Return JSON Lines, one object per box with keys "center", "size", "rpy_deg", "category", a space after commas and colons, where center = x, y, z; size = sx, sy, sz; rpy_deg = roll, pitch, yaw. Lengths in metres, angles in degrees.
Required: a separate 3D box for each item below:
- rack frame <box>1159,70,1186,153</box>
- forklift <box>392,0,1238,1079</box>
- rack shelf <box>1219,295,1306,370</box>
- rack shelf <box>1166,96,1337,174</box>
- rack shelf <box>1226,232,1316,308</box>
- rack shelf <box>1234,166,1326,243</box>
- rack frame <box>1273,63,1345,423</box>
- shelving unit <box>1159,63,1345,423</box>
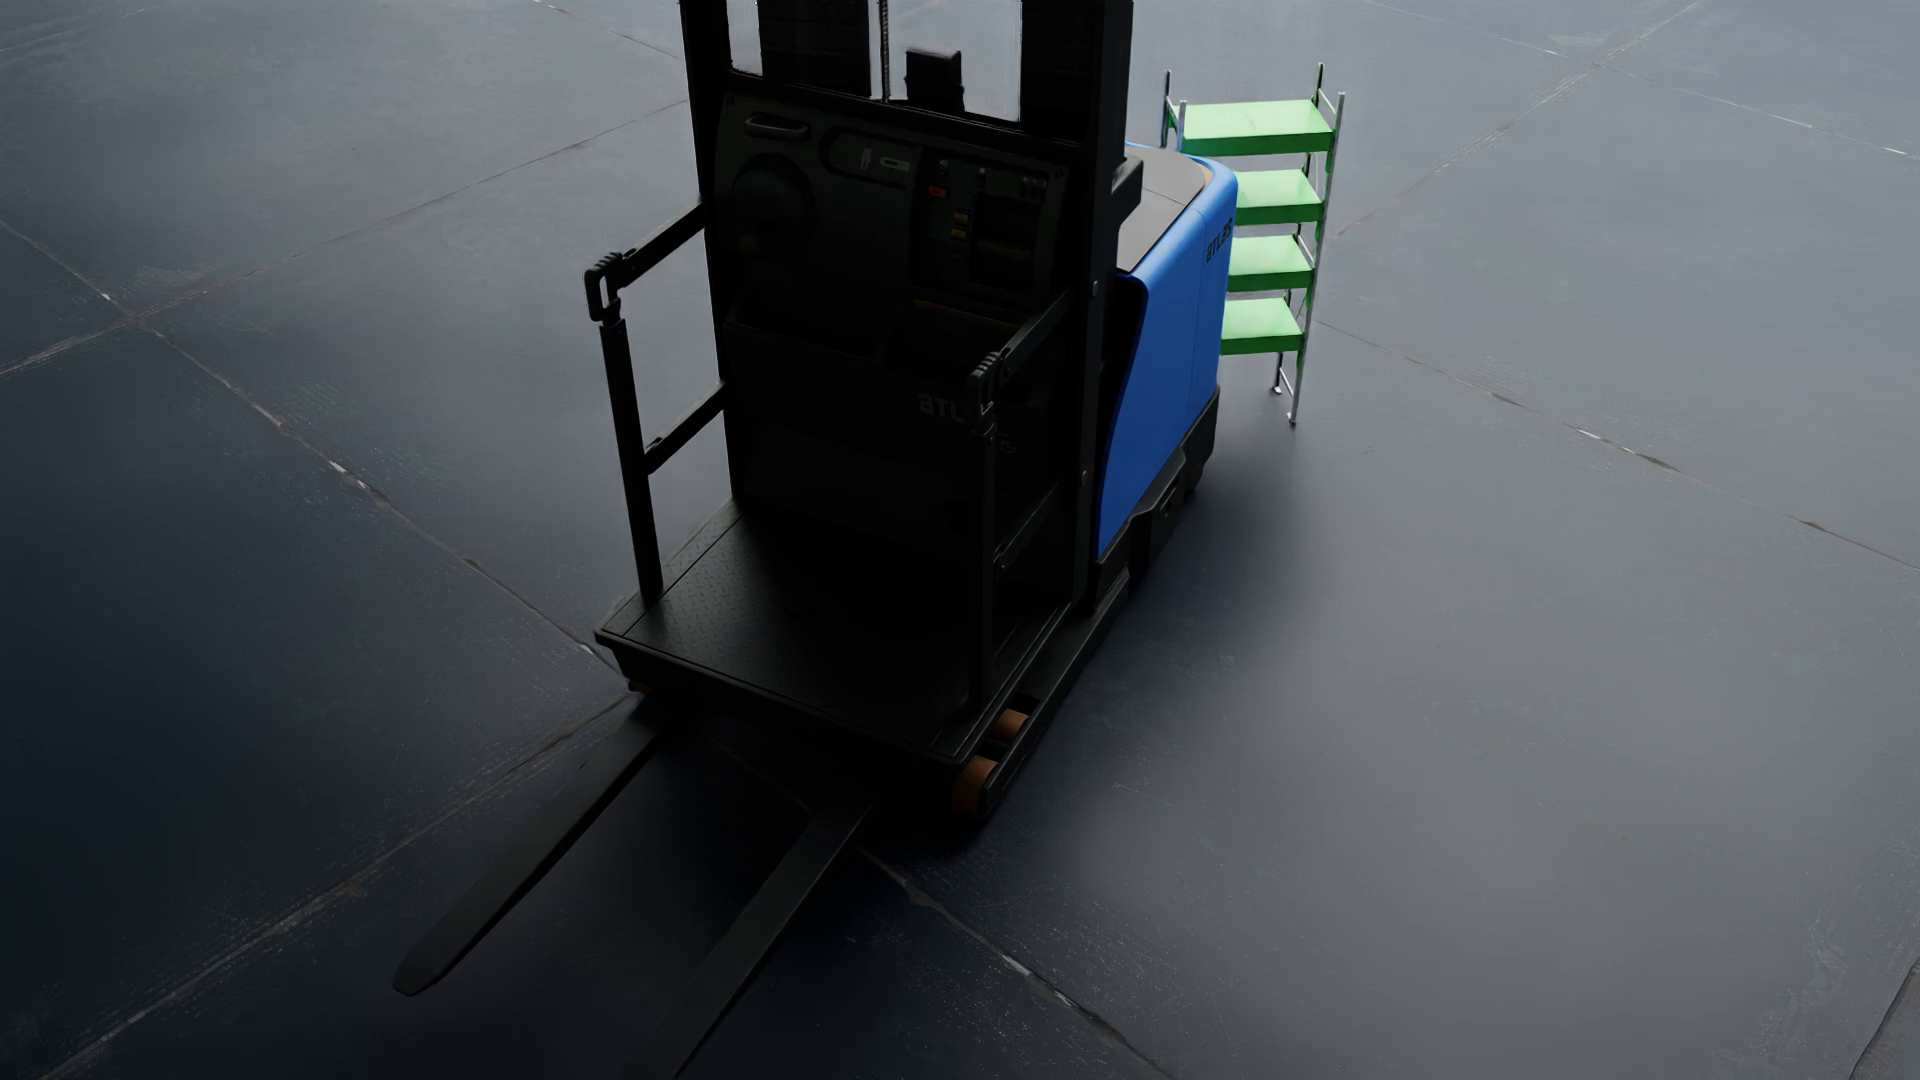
{"center": [0.656, -0.913, 5.434], "size": [0.015, 1.200, 0.240], "rpy_deg": [-4, 39, -5], "category": "rack frame"}
{"center": [-0.274, -0.739, 3.824], "size": [1.130, 2.935, 3.031], "rpy_deg": [17, 42, 21], "category": "forklift"}
{"center": [0.898, -0.693, 5.645], "size": [0.480, 0.148, 0.258], "rpy_deg": [-4, 39, -5], "category": "rack shelf"}
{"center": [0.898, -1.256, 5.197], "size": [0.480, 0.148, 0.258], "rpy_deg": [-4, 39, -5], "category": "rack shelf"}
{"center": [0.898, -0.881, 5.496], "size": [0.480, 0.148, 0.258], "rpy_deg": [-4, 39, -5], "category": "rack shelf"}
{"center": [0.898, -1.068, 5.347], "size": [0.480, 0.148, 0.258], "rpy_deg": [-4, 39, -5], "category": "rack shelf"}
{"center": [1.141, -0.948, 5.478], "size": [0.015, 1.200, 0.240], "rpy_deg": [-4, 39, -5], "category": "rack frame"}
{"center": [0.898, -0.931, 5.456], "size": [0.503, 1.200, 0.258], "rpy_deg": [-4, 39, -5], "category": "shelving unit"}
